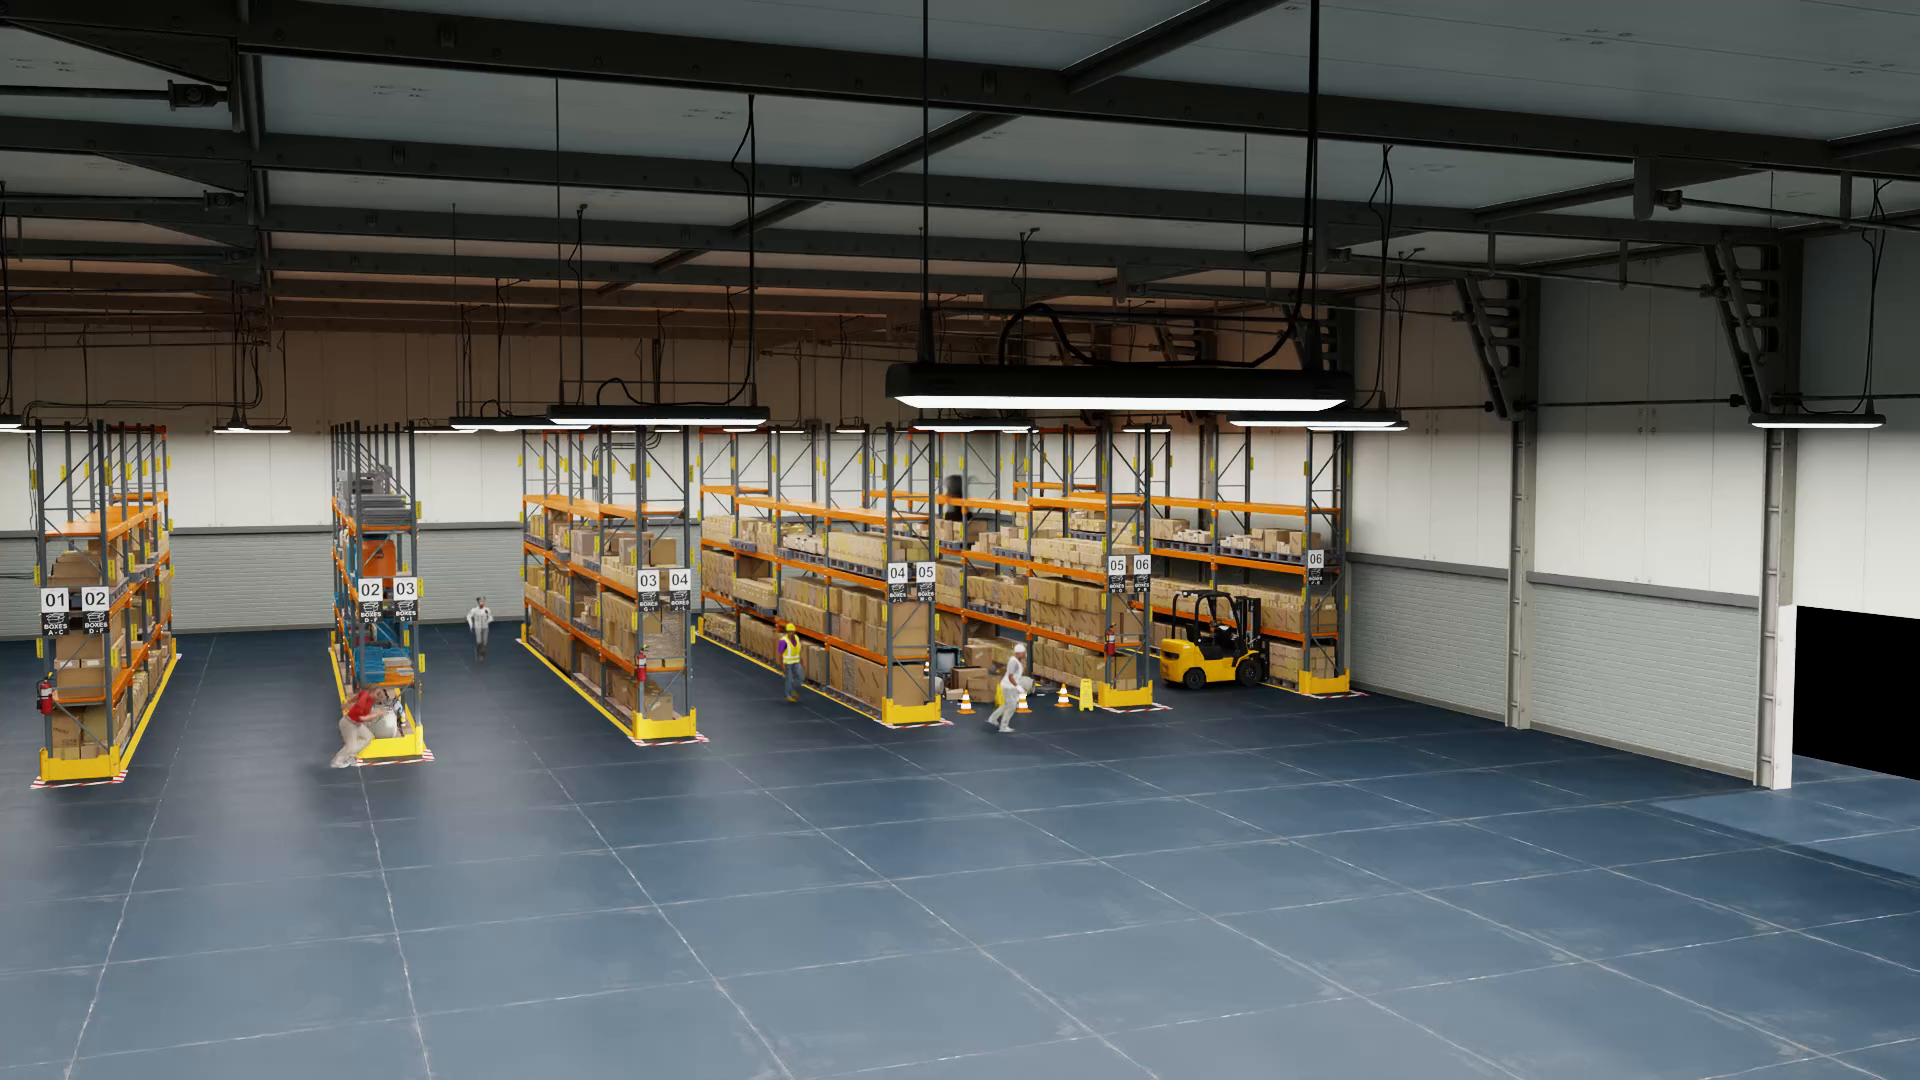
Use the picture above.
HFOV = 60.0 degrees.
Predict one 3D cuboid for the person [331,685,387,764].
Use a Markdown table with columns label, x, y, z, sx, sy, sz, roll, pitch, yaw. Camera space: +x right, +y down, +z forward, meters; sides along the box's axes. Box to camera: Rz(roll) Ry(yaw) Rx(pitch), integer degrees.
| label | x | y | z | sx | sy | sz | roll | pitch | yaw |
| --- | --- | --- | --- | --- | --- | --- | --- | --- | --- |
| person | -12.603 | 2.249 | 28.416 | 5.573 | 3.248 | 0.689 | 0 | 4 | -3 |

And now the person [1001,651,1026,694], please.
| label | x | y | z | sx | sy | sz | roll | pitch | yaw |
| --- | --- | --- | --- | --- | --- | --- | --- | --- | --- |
| person | 1.029 | 2.509 | 32.125 | 0.495 | 0.939 | 0.653 | 0 | 4 | 6 |

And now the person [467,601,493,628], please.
| label | x | y | z | sx | sy | sz | roll | pitch | yaw |
| --- | --- | --- | --- | --- | --- | --- | --- | --- | --- |
| person | -12.130 | 1.849 | 42.073 | 0.611 | 0.775 | 0.444 | -2 | 4 | -26 |

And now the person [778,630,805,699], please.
| label | x | y | z | sx | sy | sz | roll | pitch | yaw |
| --- | --- | --- | --- | --- | --- | --- | --- | --- | --- |
| person | -3.627 | 2.625 | 35.678 | 0.729 | 1.633 | 0.546 | -3 | 5 | -42 |
